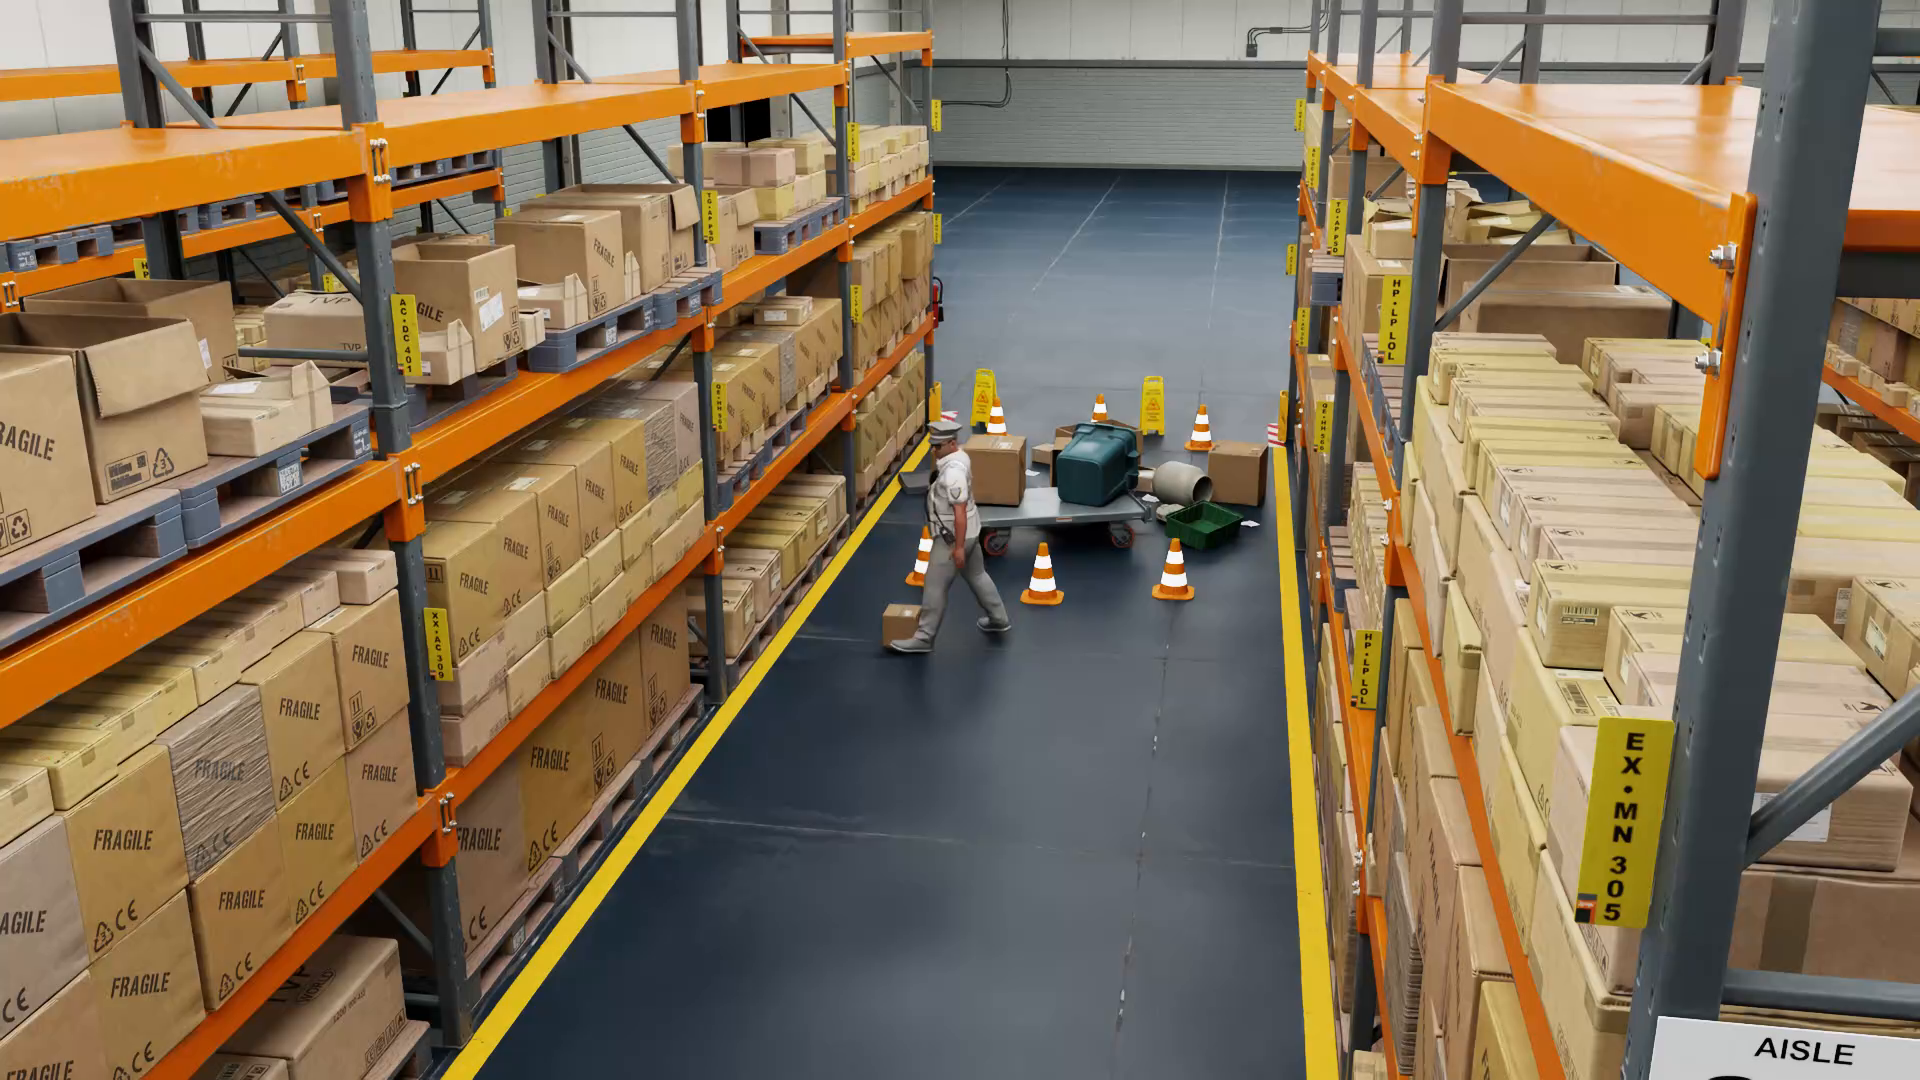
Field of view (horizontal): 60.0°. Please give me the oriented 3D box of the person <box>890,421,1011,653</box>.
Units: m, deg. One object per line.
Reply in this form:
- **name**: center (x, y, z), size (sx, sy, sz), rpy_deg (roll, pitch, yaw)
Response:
- **person**: center (-0.057, -0.054, 12.248), size (0.856, 1.724, 0.667), rpy_deg (2, 18, 7)
